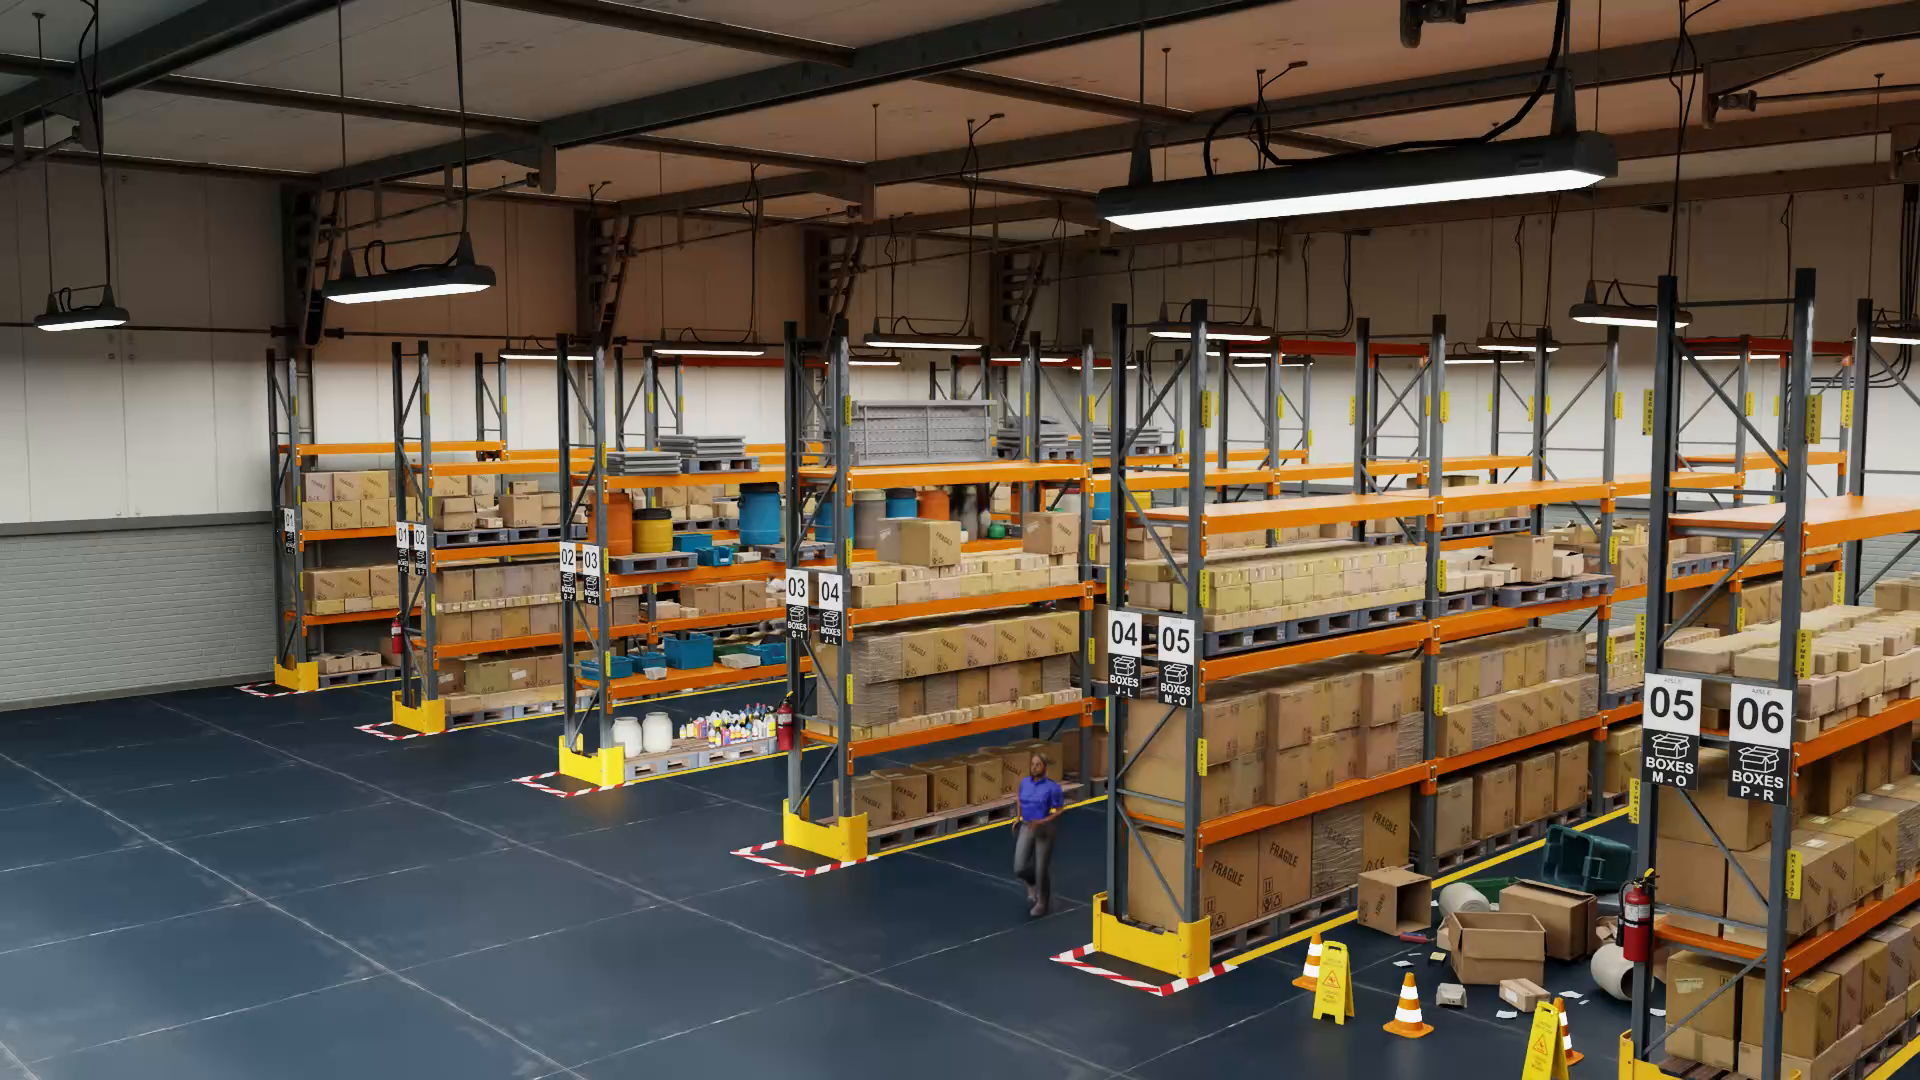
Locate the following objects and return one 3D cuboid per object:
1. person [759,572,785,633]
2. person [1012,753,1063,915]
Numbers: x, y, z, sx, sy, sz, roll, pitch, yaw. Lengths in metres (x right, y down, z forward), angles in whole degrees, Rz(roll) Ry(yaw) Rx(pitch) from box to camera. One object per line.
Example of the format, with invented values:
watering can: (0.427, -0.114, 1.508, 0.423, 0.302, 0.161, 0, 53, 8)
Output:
person: (-3.697, 1.433, 32.959, 0.701, 1.840, 0.800, 4, 7, 41)
person: (0.739, 2.934, 16.552, 0.573, 1.619, 0.546, 3, 6, 27)
